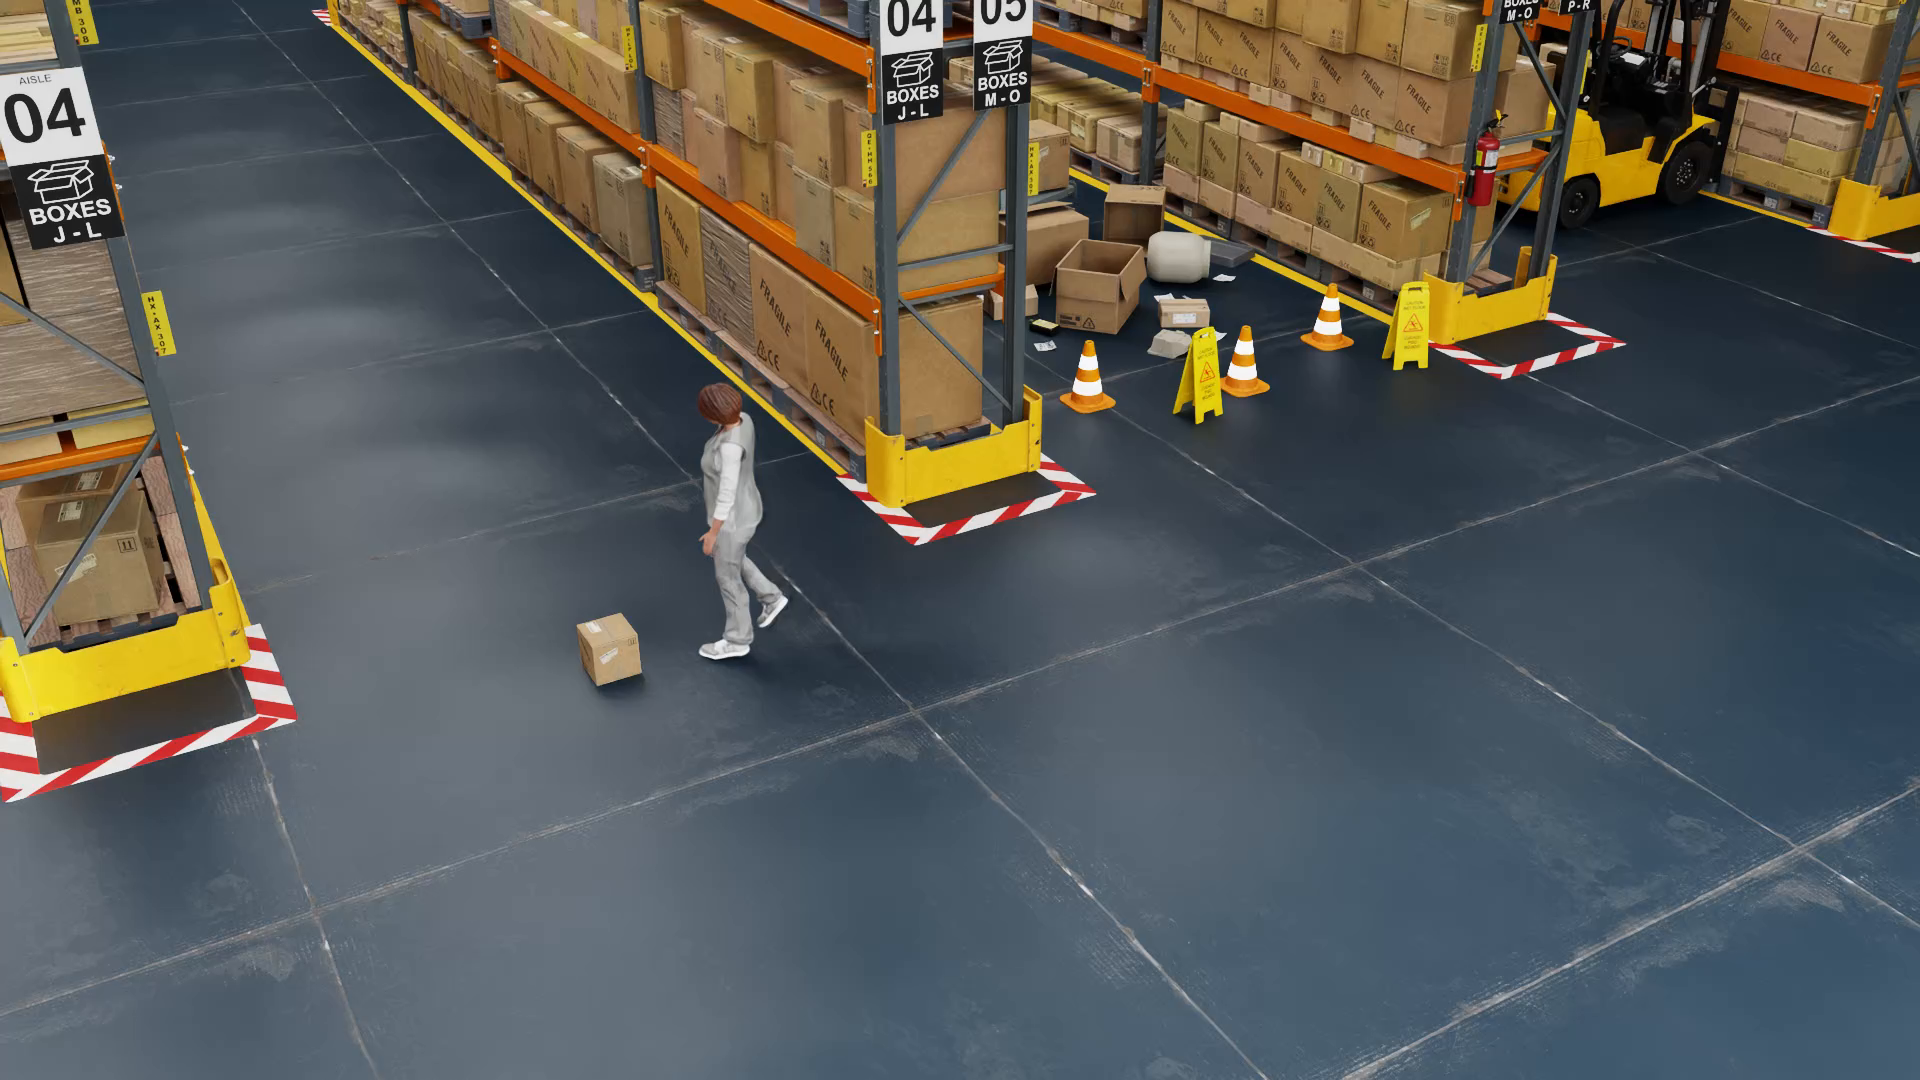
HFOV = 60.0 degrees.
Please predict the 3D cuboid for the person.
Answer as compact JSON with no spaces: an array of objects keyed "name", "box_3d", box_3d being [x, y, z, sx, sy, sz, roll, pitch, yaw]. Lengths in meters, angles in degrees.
[{"name":"person","box_3d":[-1.177,-0.116,8.727,0.475,1.593,0.461,0,29,0]}]
